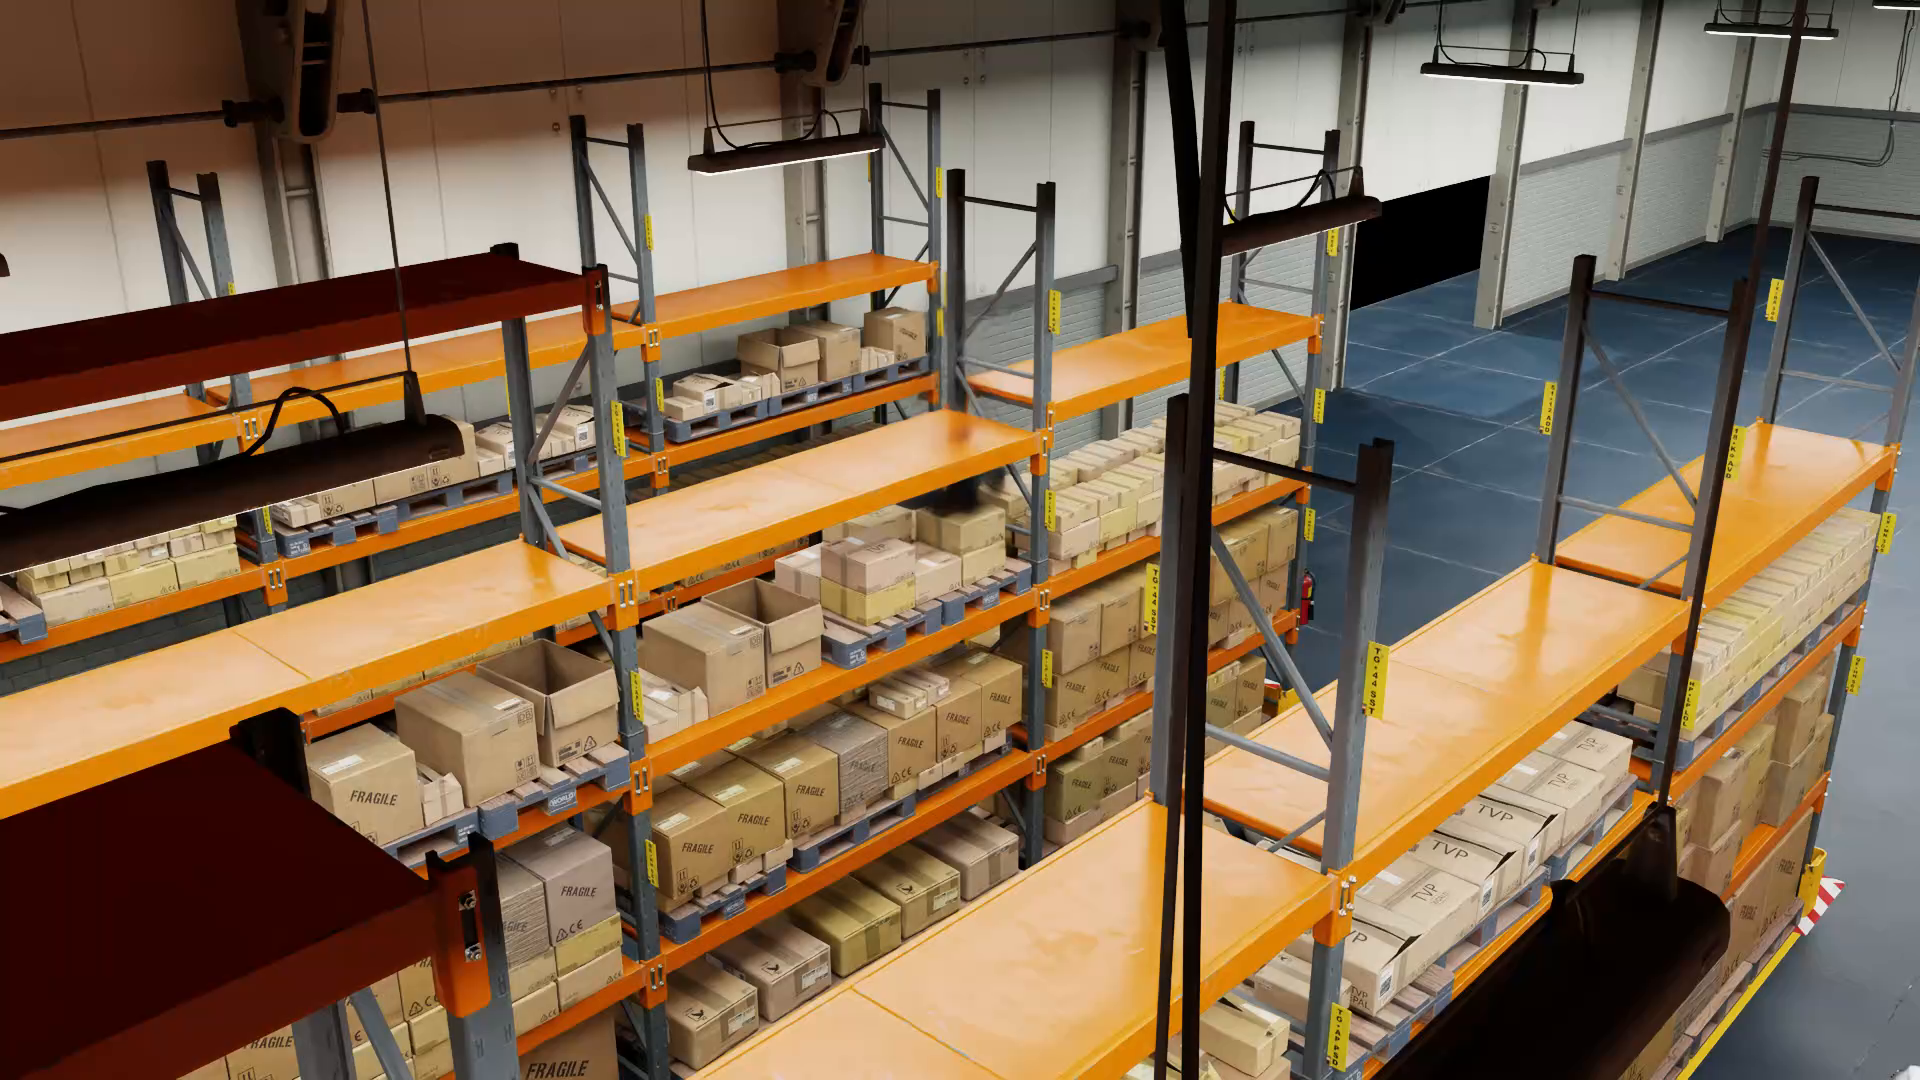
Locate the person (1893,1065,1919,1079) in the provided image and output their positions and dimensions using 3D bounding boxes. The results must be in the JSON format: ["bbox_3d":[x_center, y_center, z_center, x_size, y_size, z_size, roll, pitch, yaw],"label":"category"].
[{"bbox_3d":[5.818,3.696,10.045,0.656,1.810,0.727,13,25,30],"label":"person"}]
